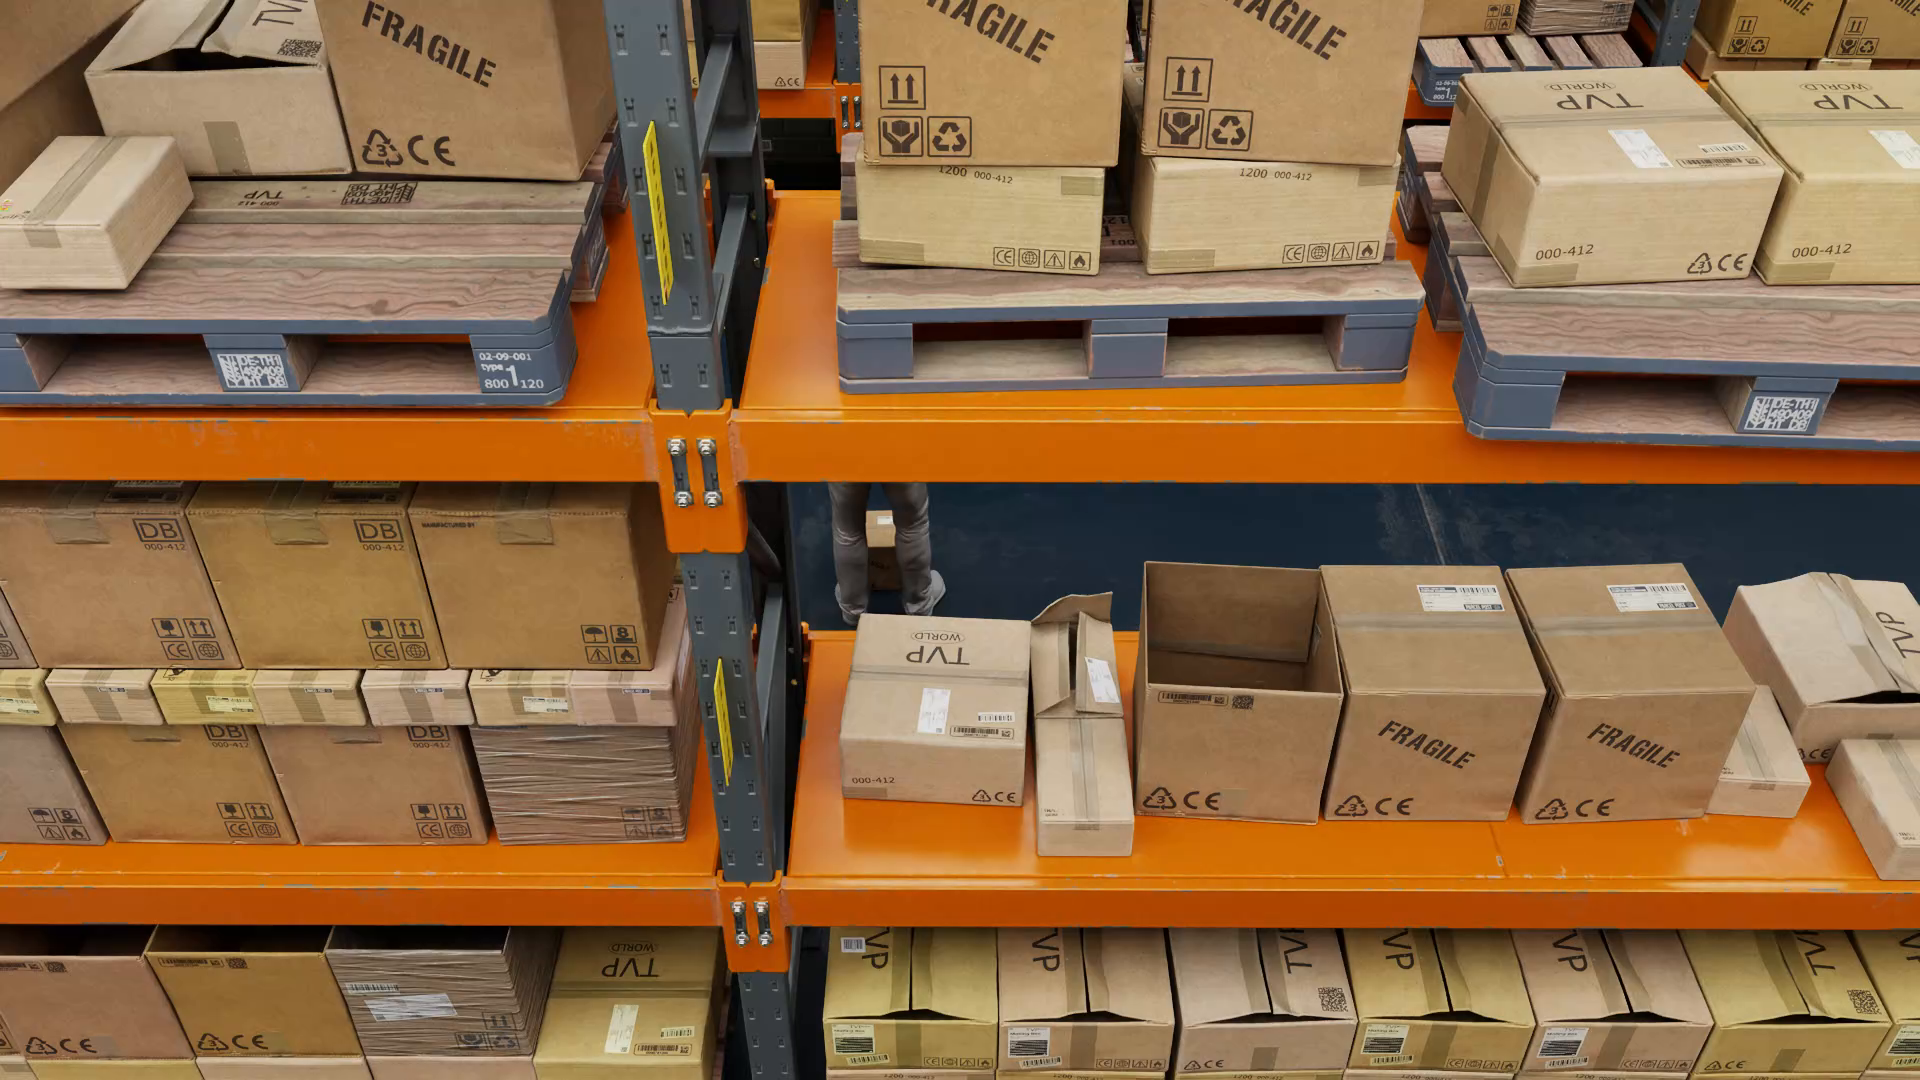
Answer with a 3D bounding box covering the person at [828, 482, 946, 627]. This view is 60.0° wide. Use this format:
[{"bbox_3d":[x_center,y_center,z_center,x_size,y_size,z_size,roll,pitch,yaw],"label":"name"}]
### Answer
[{"bbox_3d":[-0.341,-0.394,6.620,0.628,1.761,0.456,0,39,0],"label":"person"}]
